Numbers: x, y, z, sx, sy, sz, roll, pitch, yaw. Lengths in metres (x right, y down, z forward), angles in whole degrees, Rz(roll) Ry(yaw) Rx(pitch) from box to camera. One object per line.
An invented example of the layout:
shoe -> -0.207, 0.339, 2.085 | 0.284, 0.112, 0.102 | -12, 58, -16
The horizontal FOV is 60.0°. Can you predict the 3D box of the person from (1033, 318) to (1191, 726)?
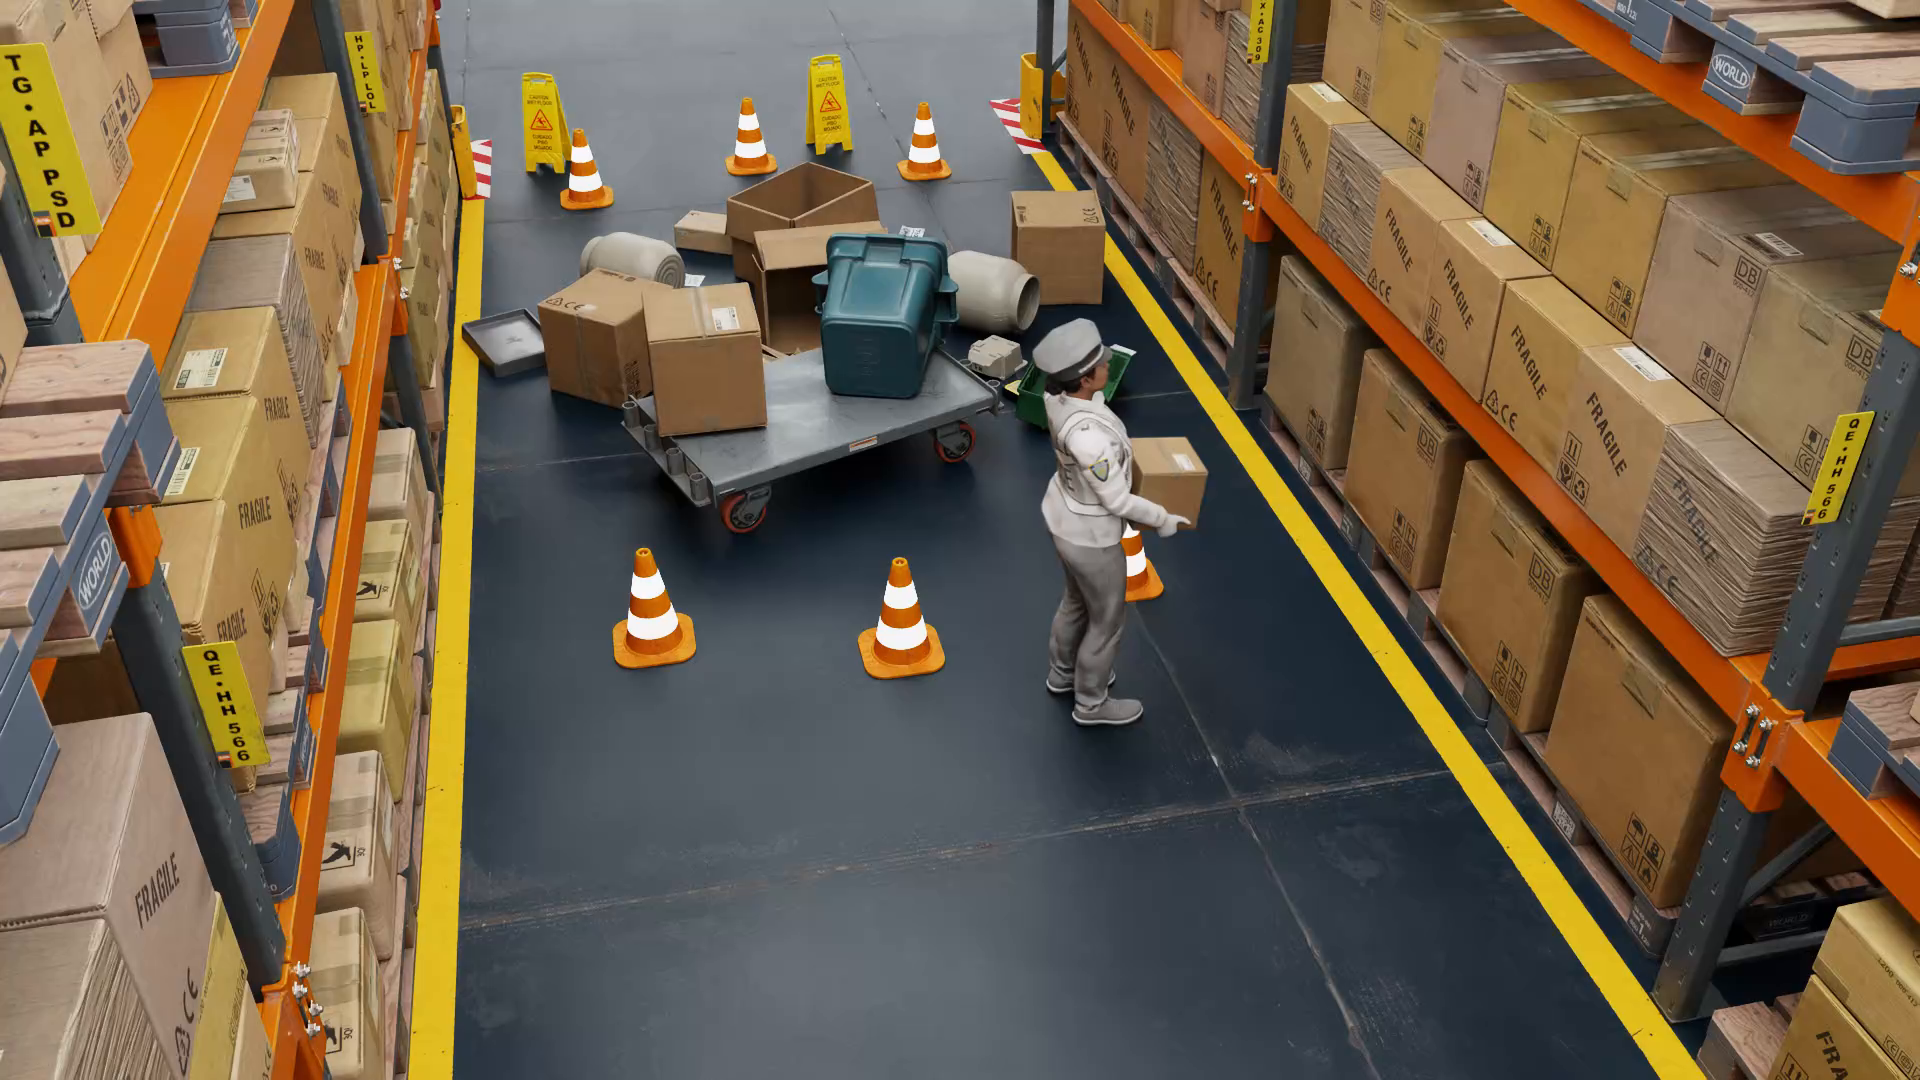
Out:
person -> 0.539, -0.050, 6.193 | 0.563, 1.687, 0.460 | -7, 35, -10
